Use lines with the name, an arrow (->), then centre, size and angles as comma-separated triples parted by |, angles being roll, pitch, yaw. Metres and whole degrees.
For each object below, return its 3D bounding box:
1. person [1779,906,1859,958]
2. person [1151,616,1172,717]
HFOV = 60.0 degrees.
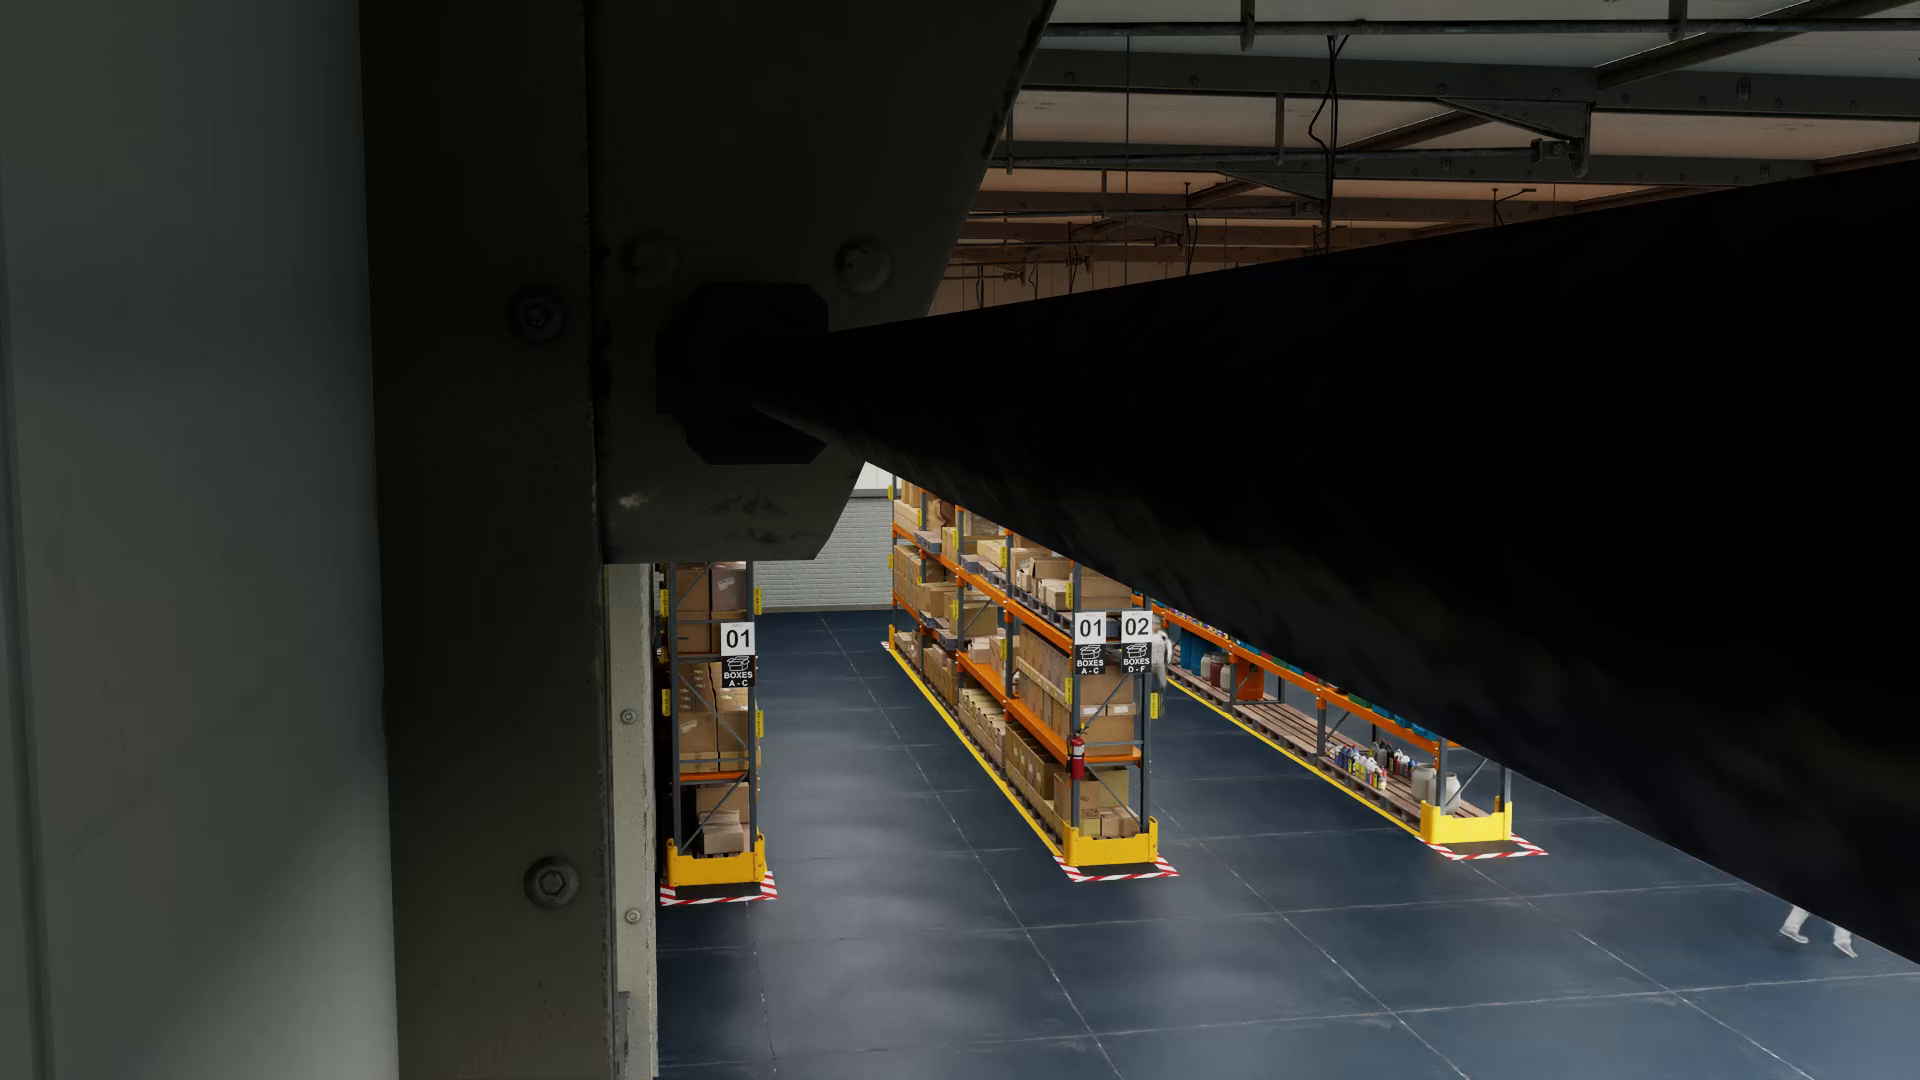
person -> 9.251, 3.590, 17.779 | 0.734, 1.729, 0.579 | 1, 6, 9
person -> 3.358, 2.158, 28.406 | 0.643, 1.756, 0.652 | -1, 6, -12
